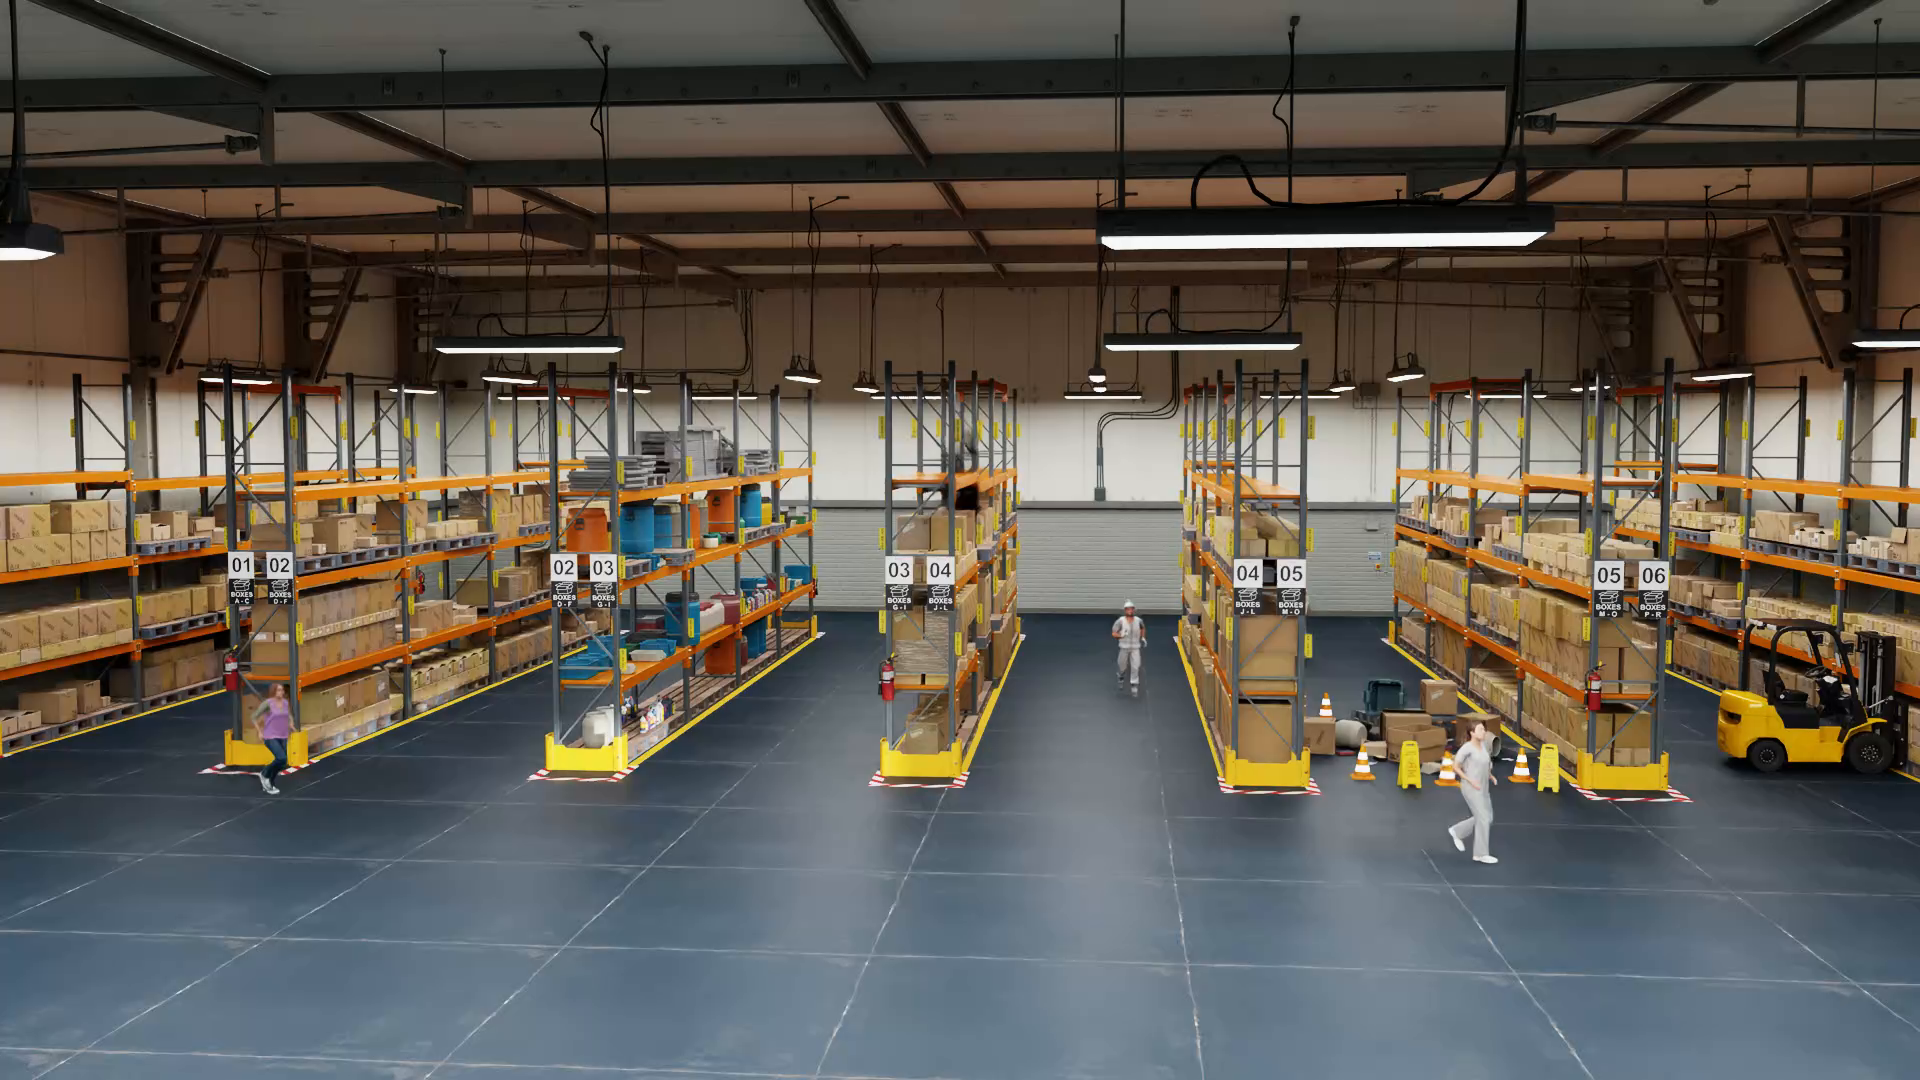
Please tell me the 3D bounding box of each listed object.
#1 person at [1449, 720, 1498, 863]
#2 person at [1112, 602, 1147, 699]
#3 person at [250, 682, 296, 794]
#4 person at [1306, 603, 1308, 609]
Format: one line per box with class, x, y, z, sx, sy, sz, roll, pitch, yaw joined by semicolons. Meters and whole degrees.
person;5.978;2.907;19.381;0.591;1.639;0.676;-3;5;-39
person;3.176;2.041;31.192;0.666;1.764;0.980;0;4;-4
person;-9.363;2.721;22.799;0.626;1.554;0.516;2;4;28
person;7.406;1.764;37.044;0.506;1.586;0.656;-1;4;-17
